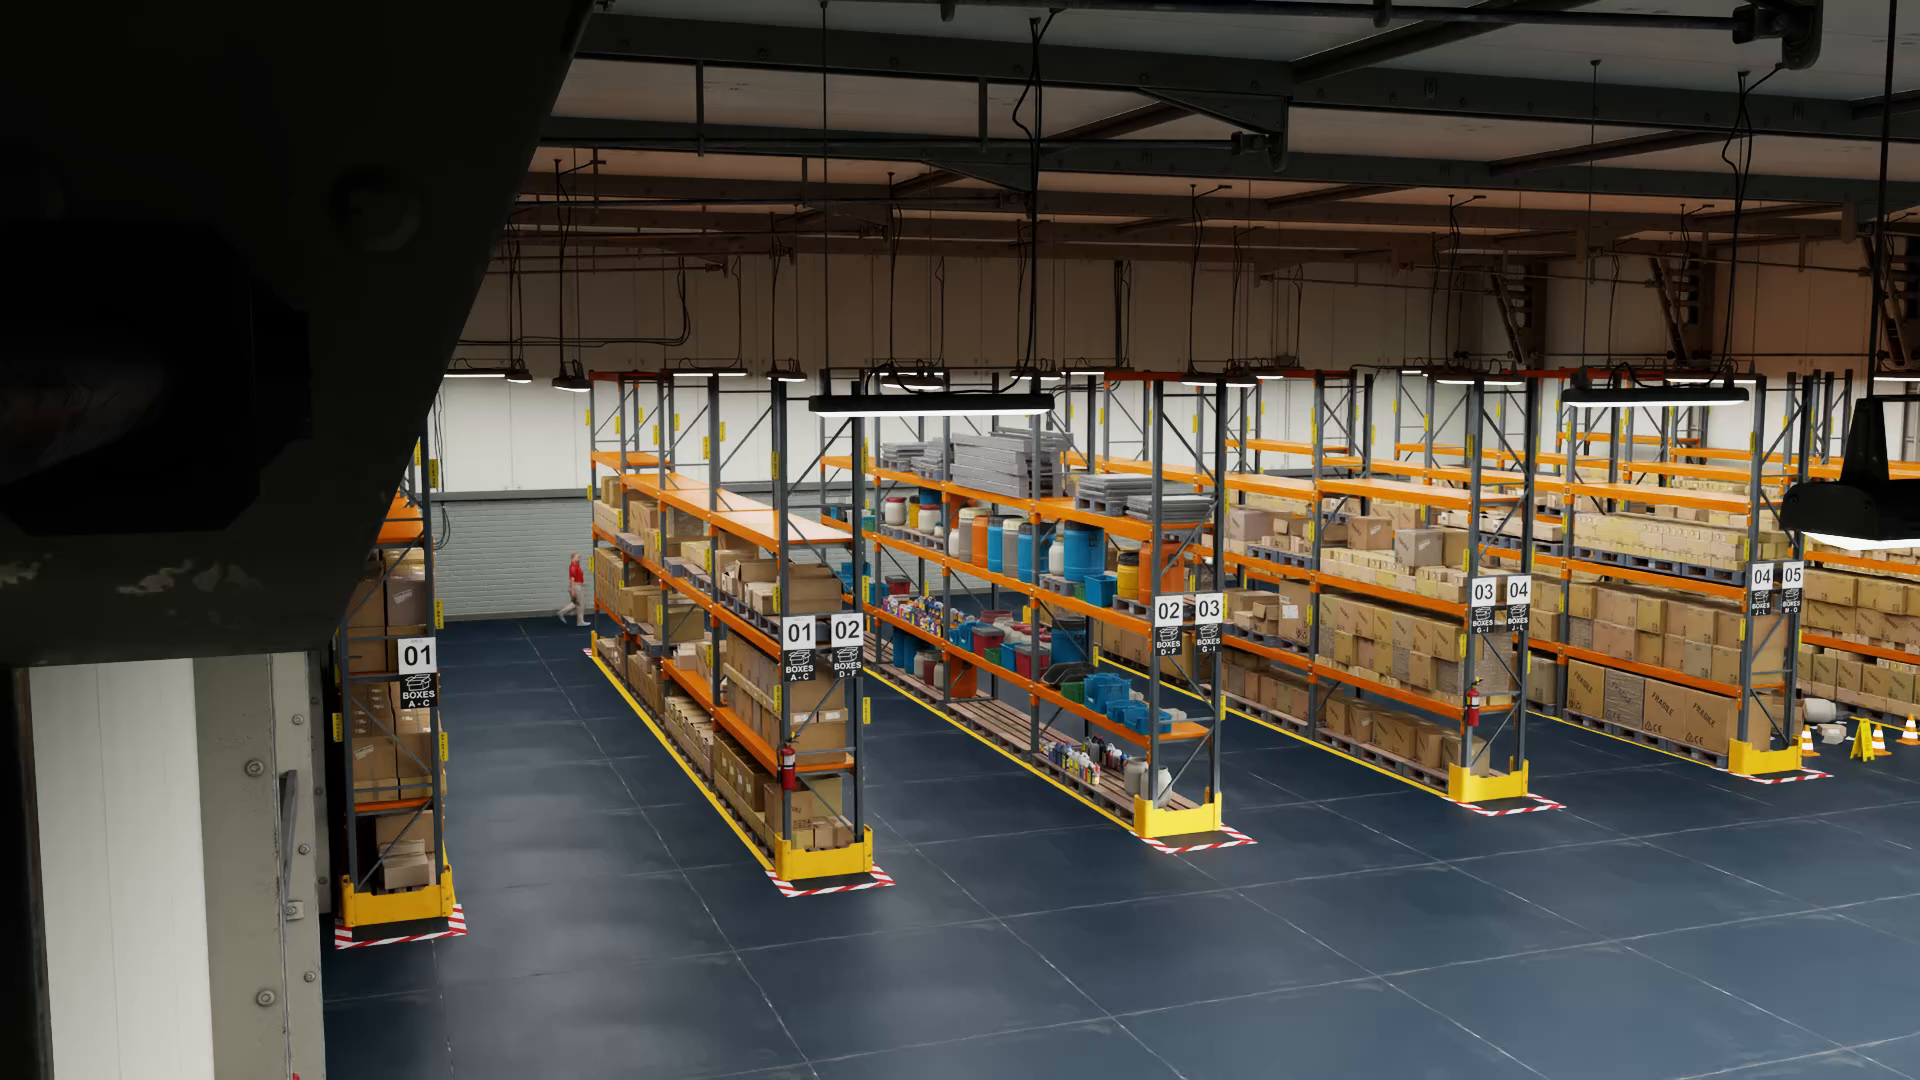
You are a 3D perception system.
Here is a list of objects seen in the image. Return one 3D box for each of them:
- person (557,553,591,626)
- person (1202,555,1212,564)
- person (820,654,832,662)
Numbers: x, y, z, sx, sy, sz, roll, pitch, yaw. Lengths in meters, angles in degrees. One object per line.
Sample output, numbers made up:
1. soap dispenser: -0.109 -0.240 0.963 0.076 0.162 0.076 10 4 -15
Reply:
1. person: -9.007 1.146 38.731 0.725 1.705 0.508 -3 7 -23
2. person: 6.024 0.924 41.078 1.074 1.622 0.446 -4 7 -31
3. person: -2.624 1.797 32.587 0.457 1.506 0.505 0 6 3
